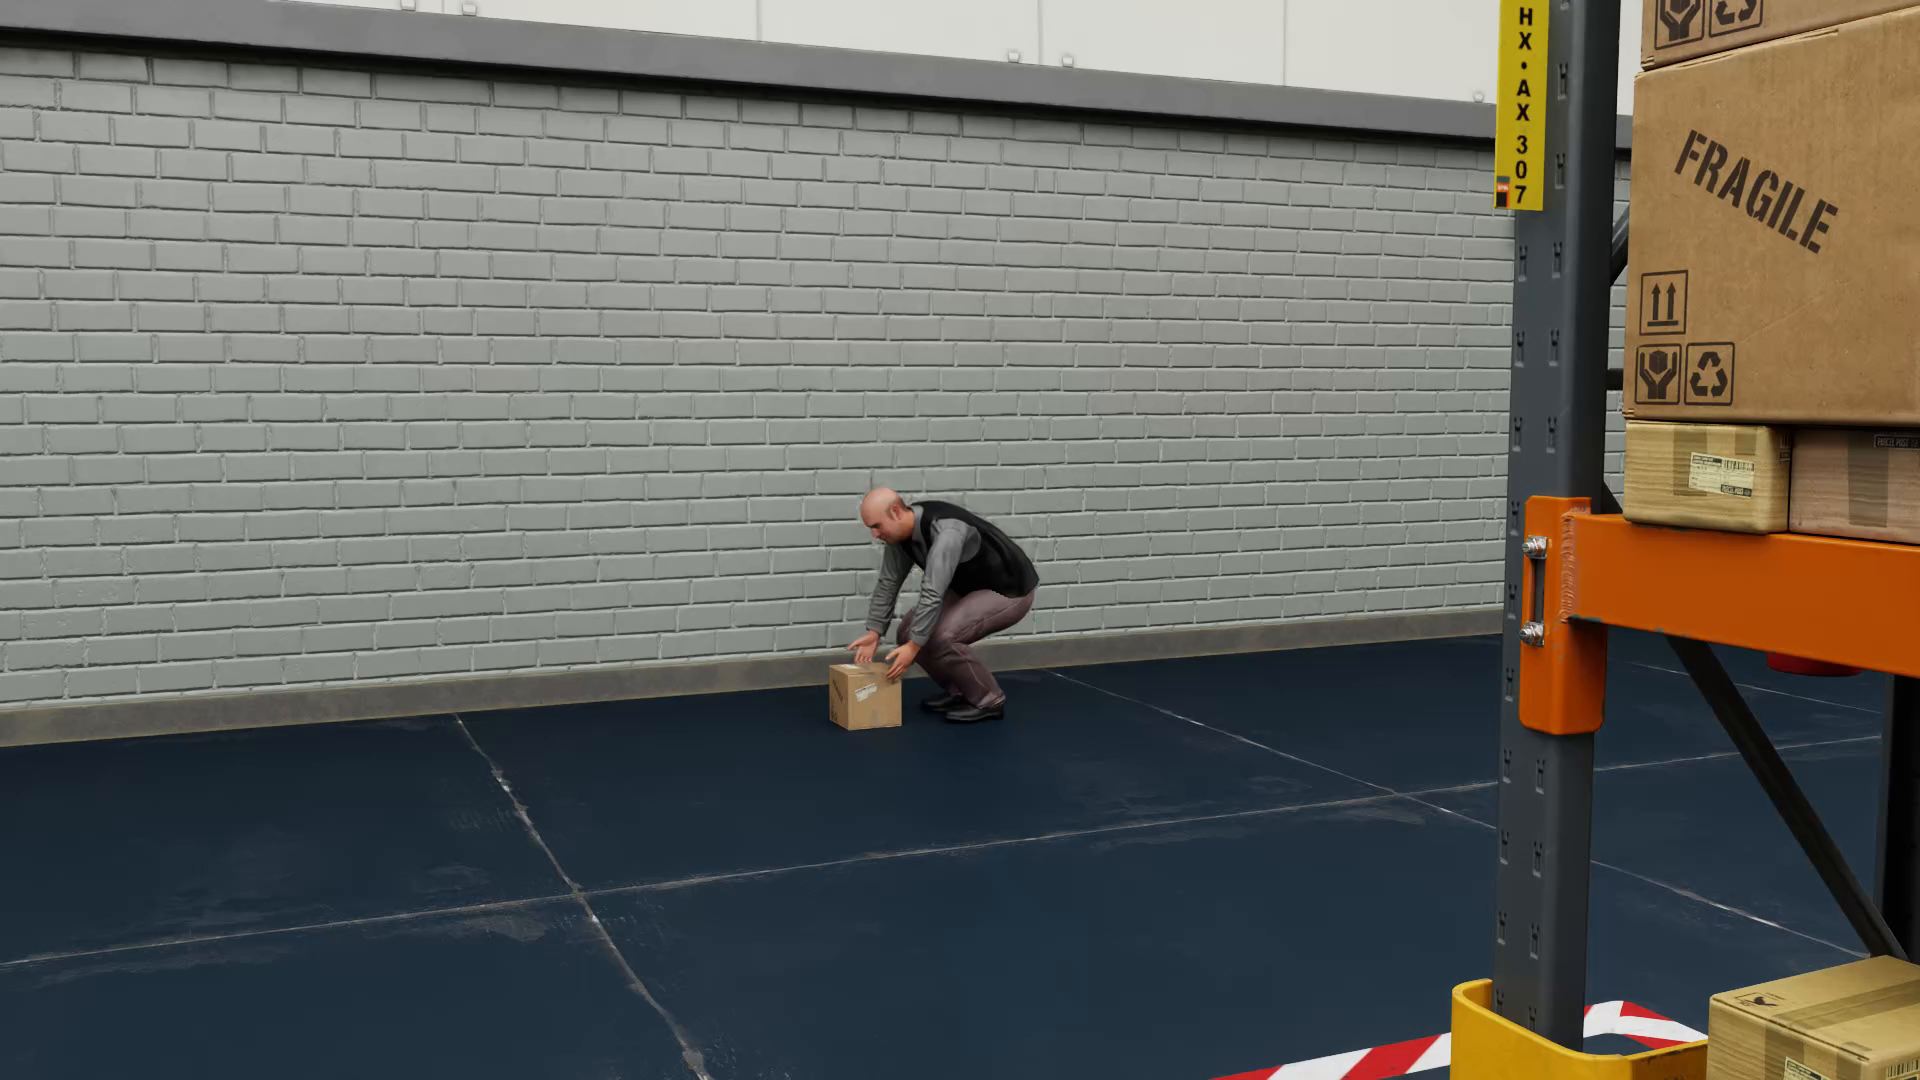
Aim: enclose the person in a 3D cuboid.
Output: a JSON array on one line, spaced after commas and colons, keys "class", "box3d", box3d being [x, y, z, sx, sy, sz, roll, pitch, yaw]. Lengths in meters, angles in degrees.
[{"class": "person", "box3d": [-0.060, 0.281, 7.466, 0.831, 1.058, 0.555, -2, 6, -24]}]
